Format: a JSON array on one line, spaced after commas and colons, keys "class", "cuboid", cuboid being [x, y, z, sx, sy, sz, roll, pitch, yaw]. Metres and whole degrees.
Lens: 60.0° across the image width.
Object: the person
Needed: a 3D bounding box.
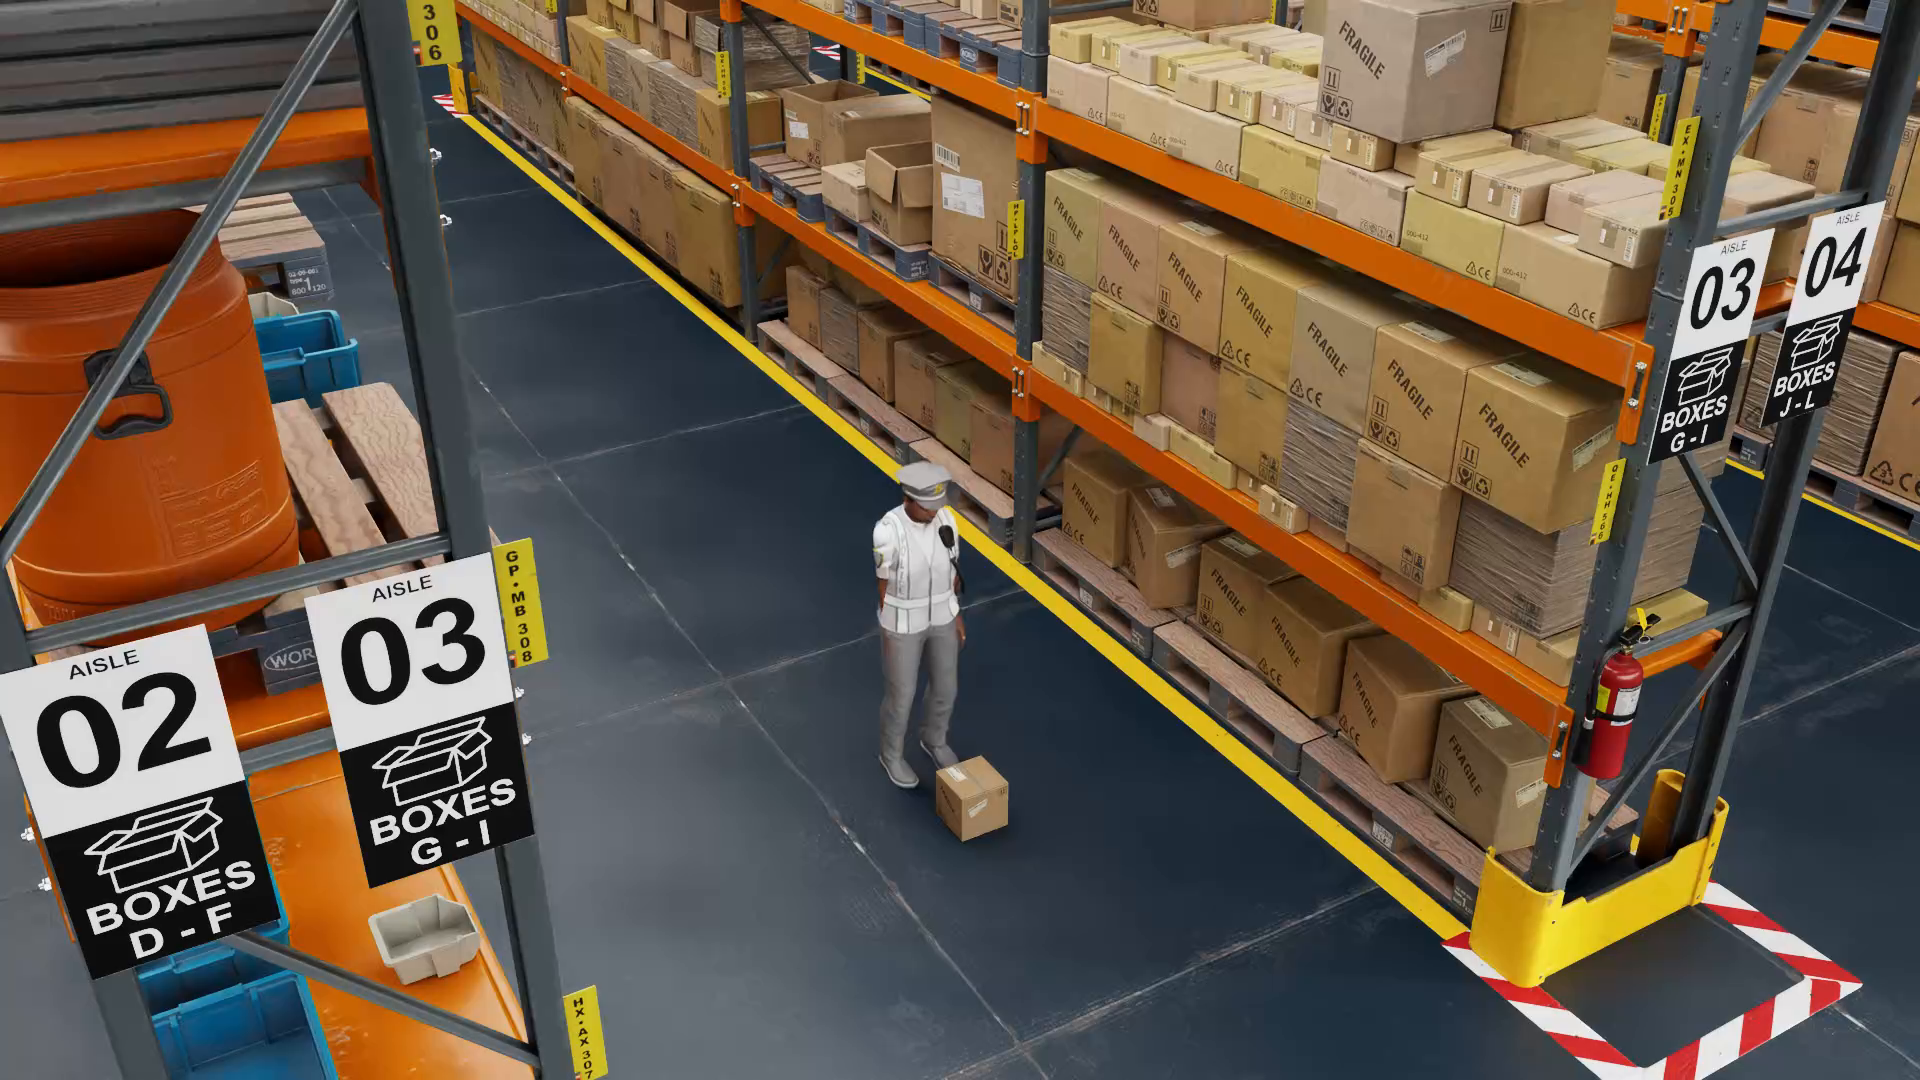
[{"class": "person", "cuboid": [-0.181, 0.396, 7.869, 0.441, 1.655, 0.337, -15, 33, -25]}]
